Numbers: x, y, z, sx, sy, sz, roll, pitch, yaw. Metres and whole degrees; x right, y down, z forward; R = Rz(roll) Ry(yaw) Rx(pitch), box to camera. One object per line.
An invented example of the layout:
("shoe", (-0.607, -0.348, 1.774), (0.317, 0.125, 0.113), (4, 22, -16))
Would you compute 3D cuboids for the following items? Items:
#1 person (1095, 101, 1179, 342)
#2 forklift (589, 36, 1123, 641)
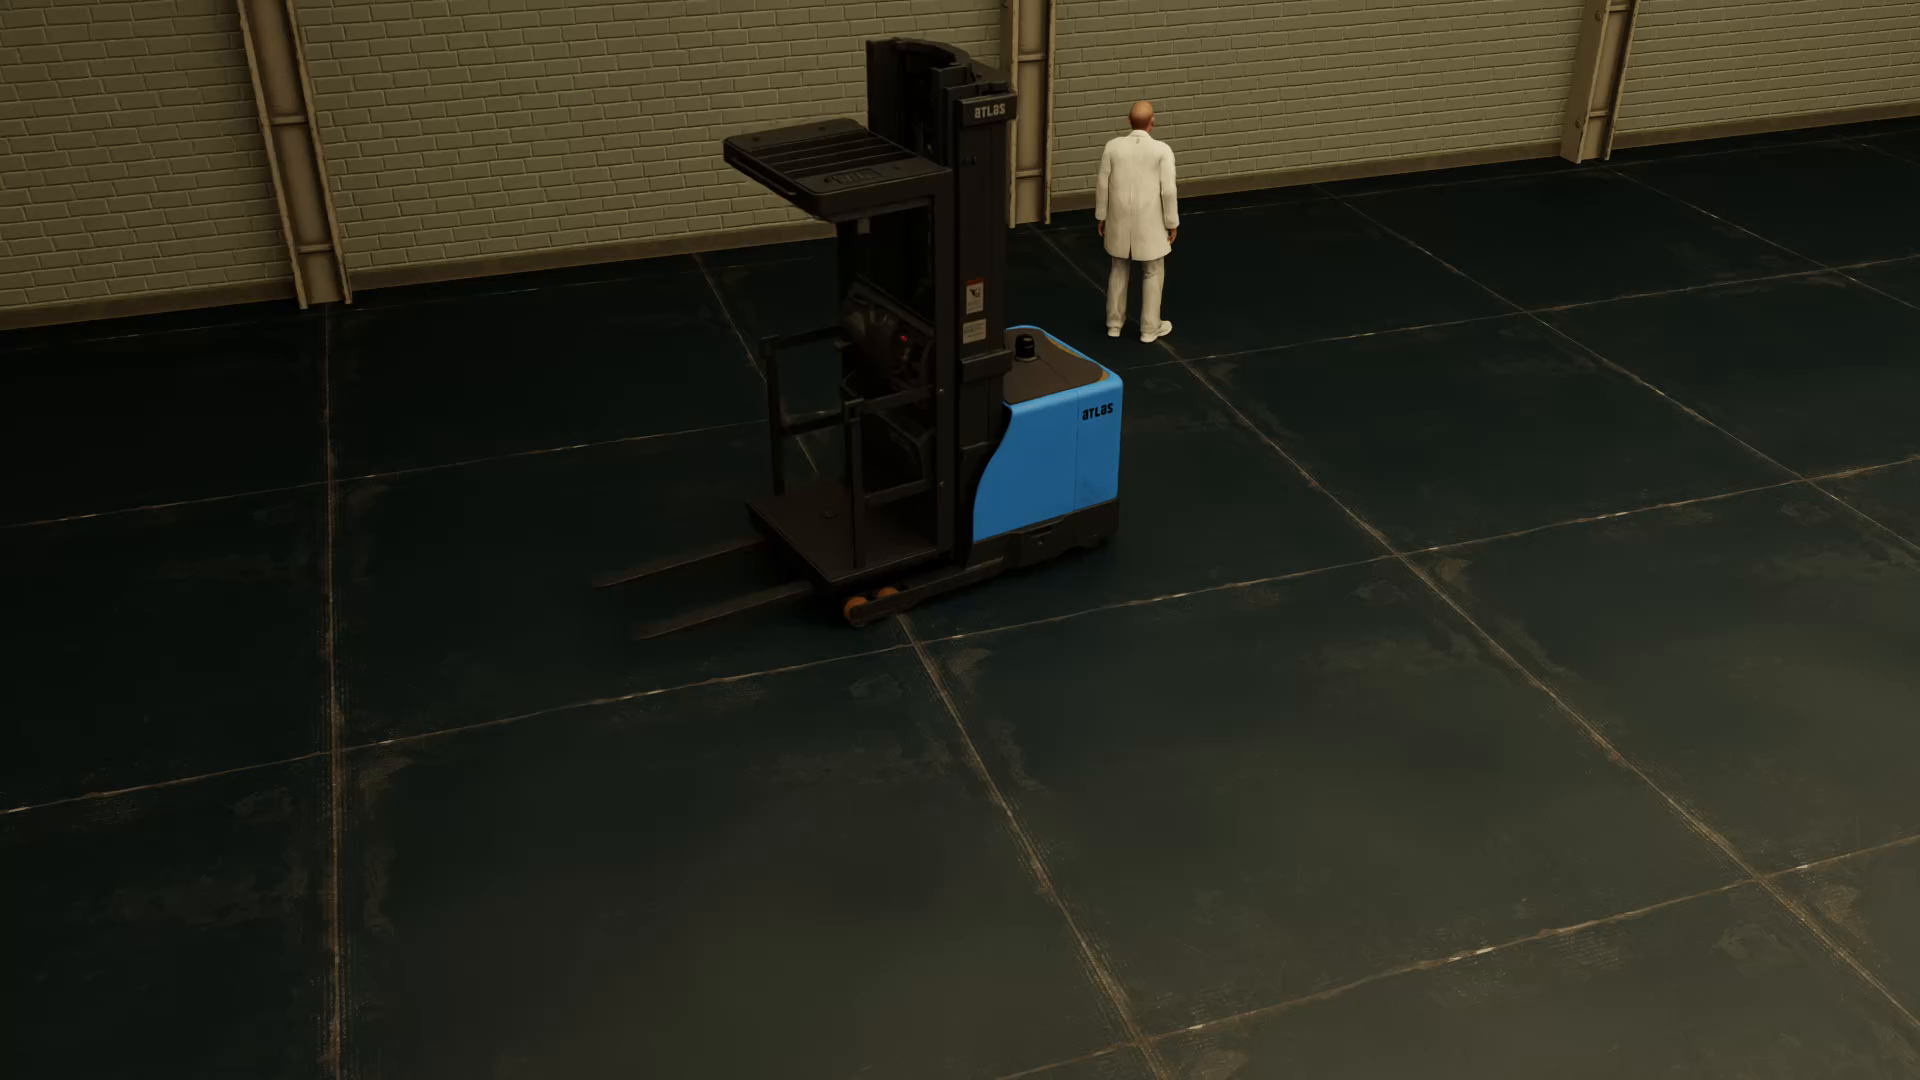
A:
("person", (1.315, -2.360, 12.352), (0.643, 1.773, 0.434), (11, 32, 19))
("forklift", (-0.578, -1.089, 8.980), (3.031, 2.935, 1.130), (-17, 34, -27))
